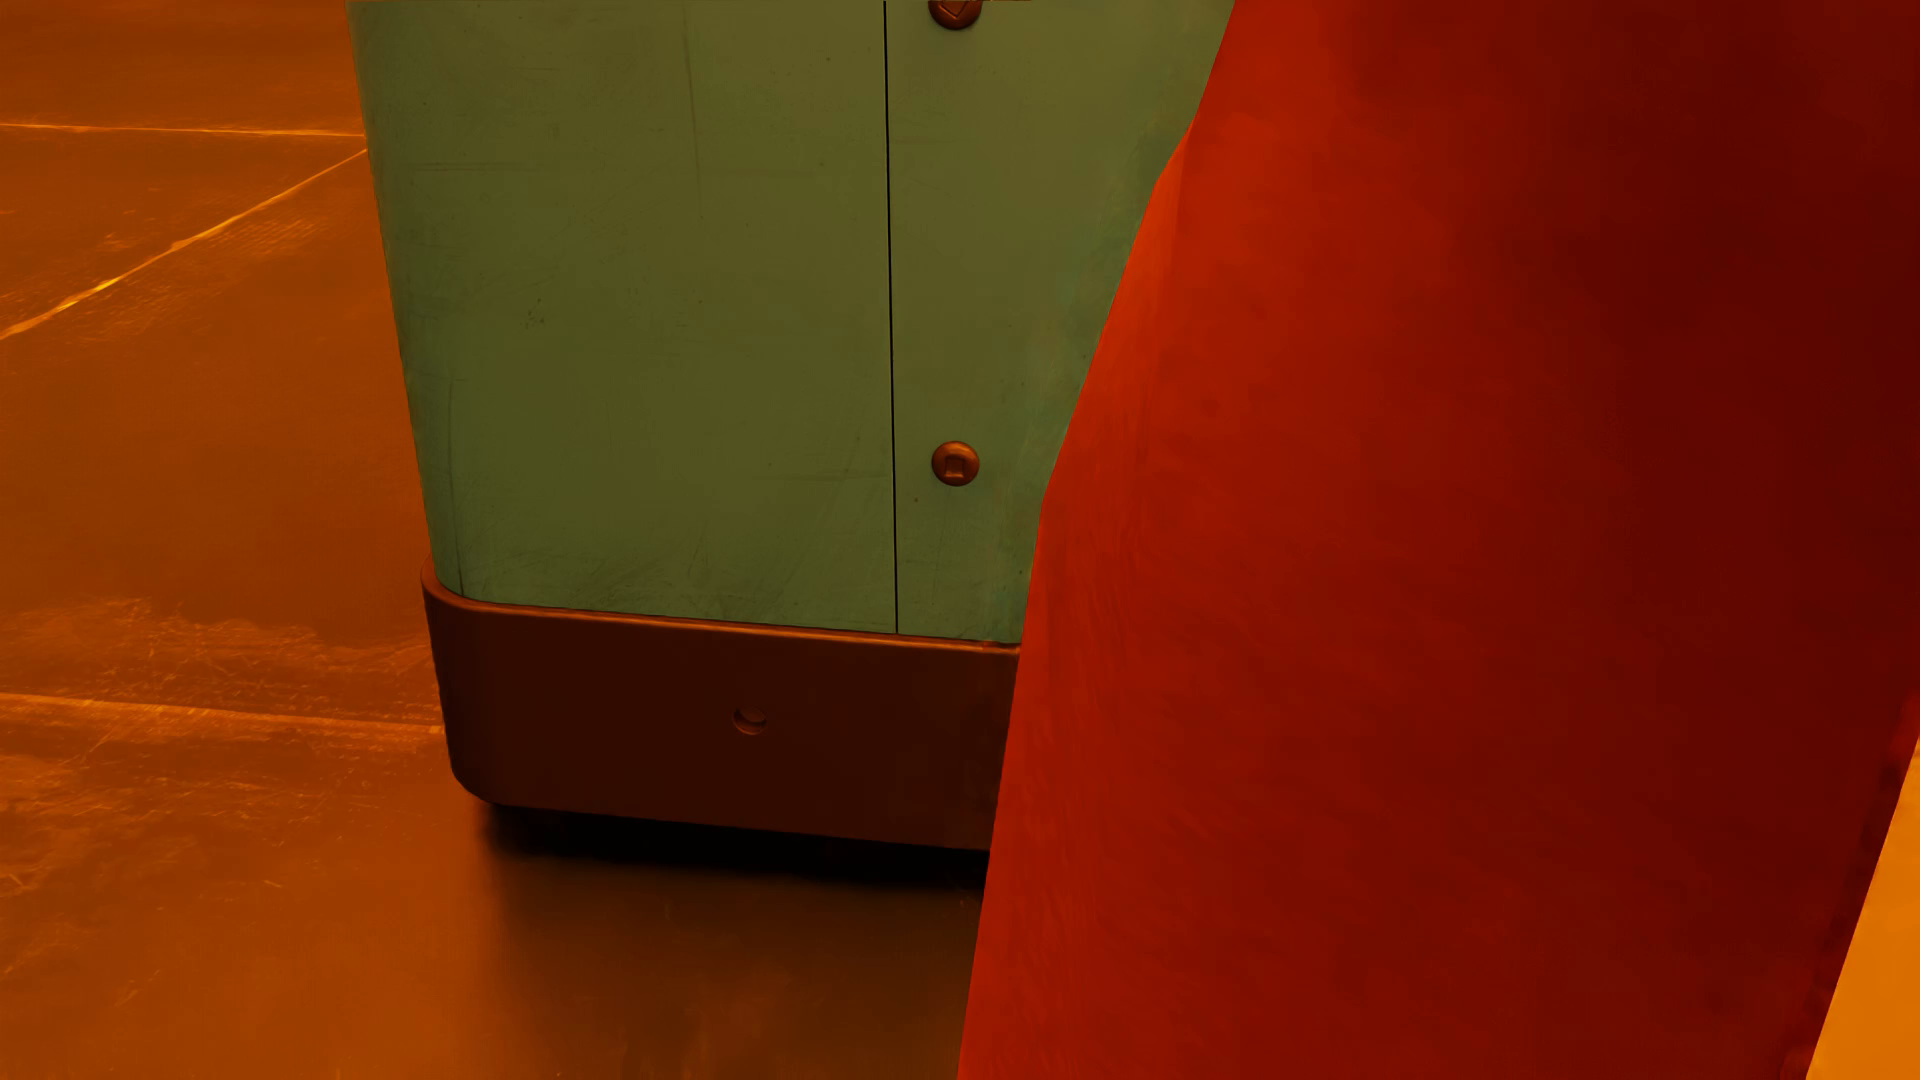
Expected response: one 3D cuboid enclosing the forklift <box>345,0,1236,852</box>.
[{"bbox_3d":[0.173,-1.602,2.428,1.130,2.935,3.031,4,27,8],"label":"forklift"}]
